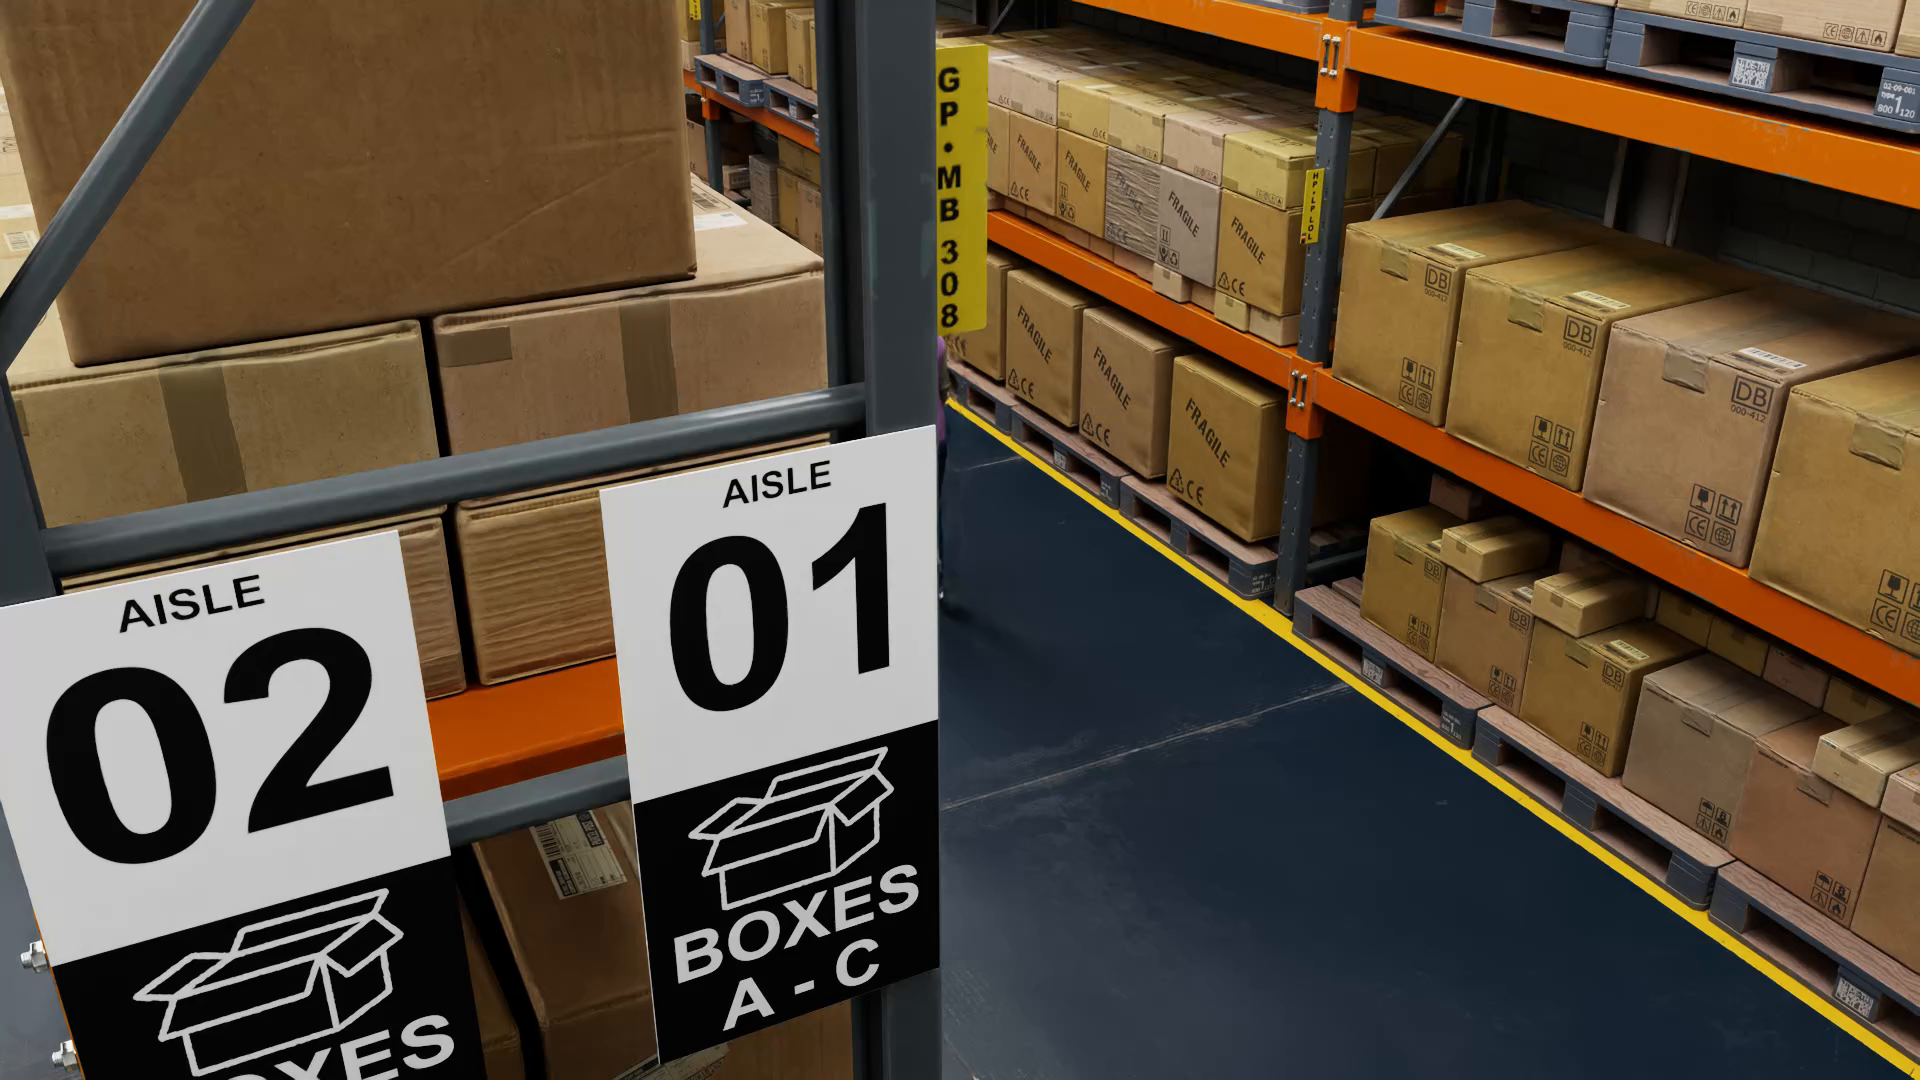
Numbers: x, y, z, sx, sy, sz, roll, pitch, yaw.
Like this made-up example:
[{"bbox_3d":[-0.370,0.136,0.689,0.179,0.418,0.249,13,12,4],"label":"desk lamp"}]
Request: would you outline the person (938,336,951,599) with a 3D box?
[{"bbox_3d":[-0.261,-0.541,8.200,0.422,1.563,0.826,-6,27,-13],"label":"person"}]
